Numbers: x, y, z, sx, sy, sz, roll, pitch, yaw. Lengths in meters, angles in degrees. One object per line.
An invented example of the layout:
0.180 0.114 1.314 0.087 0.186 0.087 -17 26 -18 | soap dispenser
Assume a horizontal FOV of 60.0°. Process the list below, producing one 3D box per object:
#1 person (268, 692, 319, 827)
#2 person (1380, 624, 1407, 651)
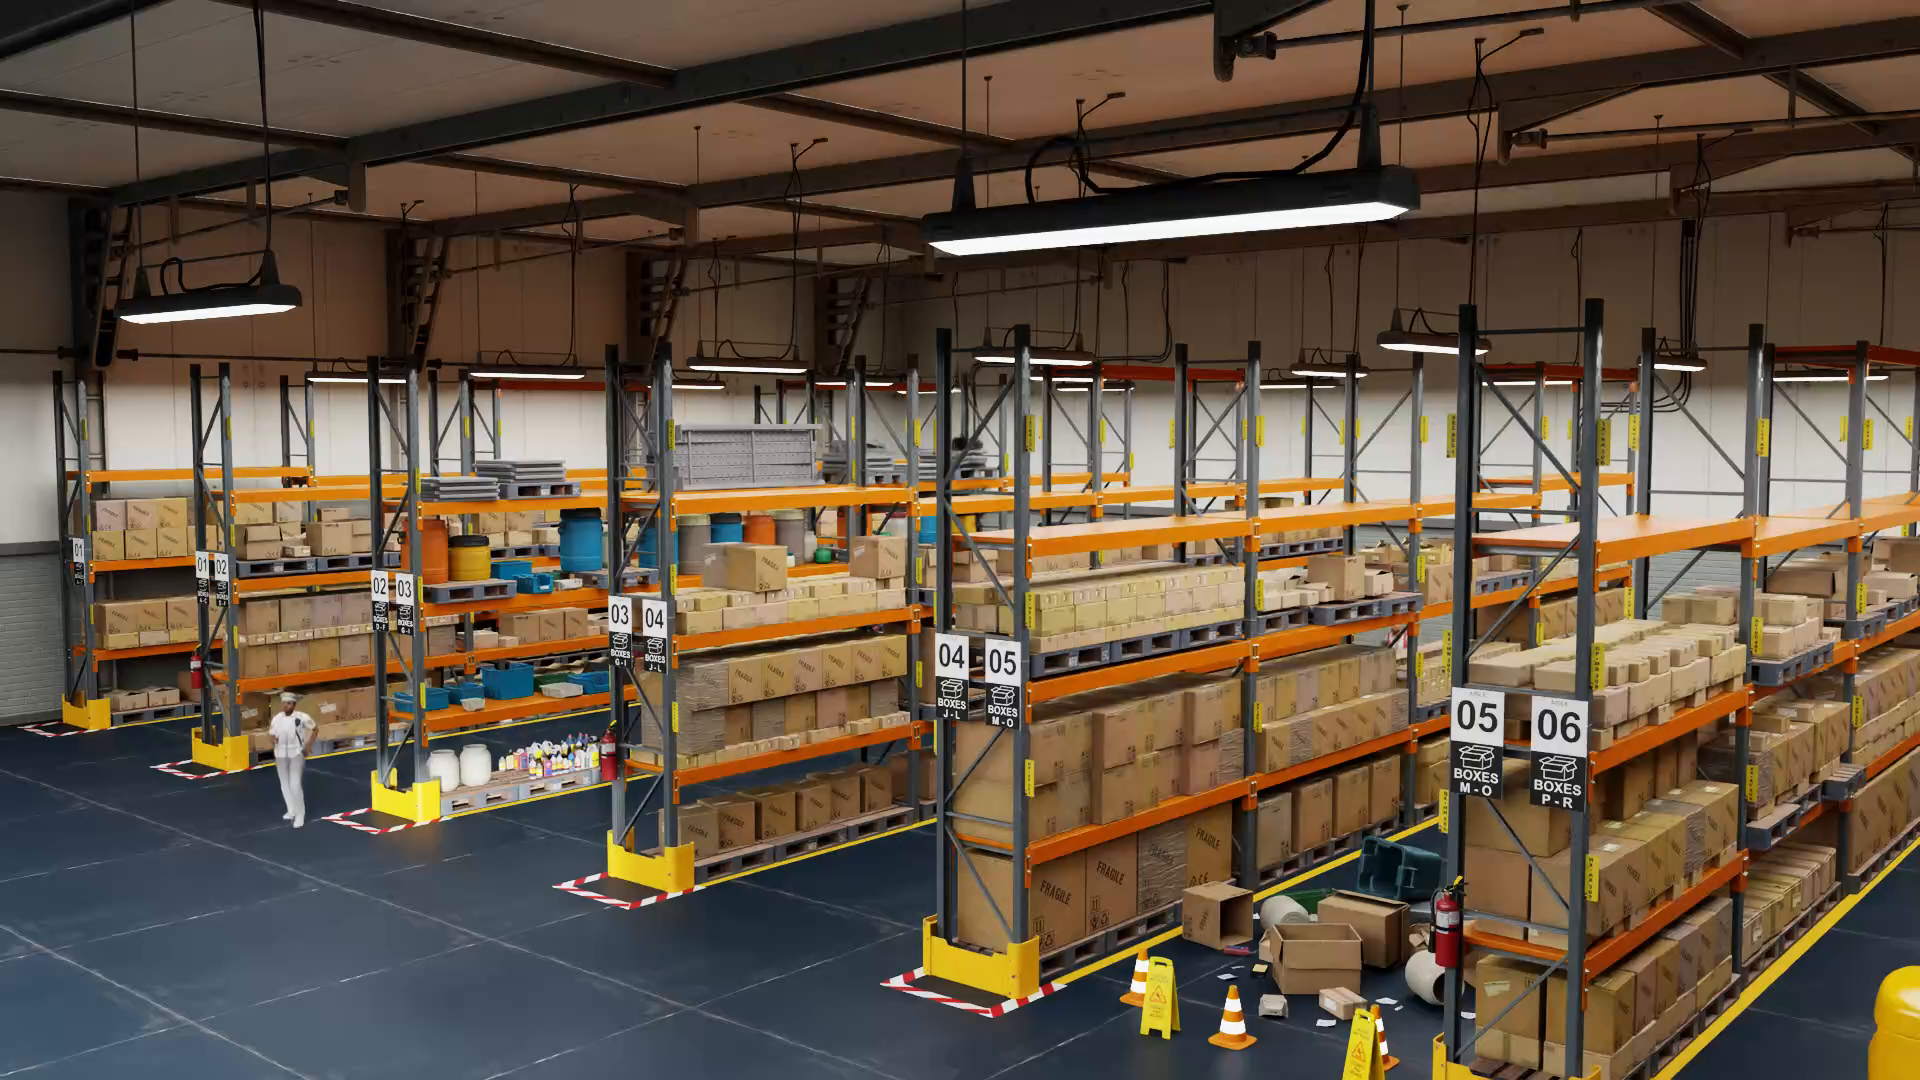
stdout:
-8.531 2.801 21.216 0.574 1.757 0.645 0 4 -3 | person
7.666 2.214 29.080 0.706 1.706 0.567 2 5 25 | person
